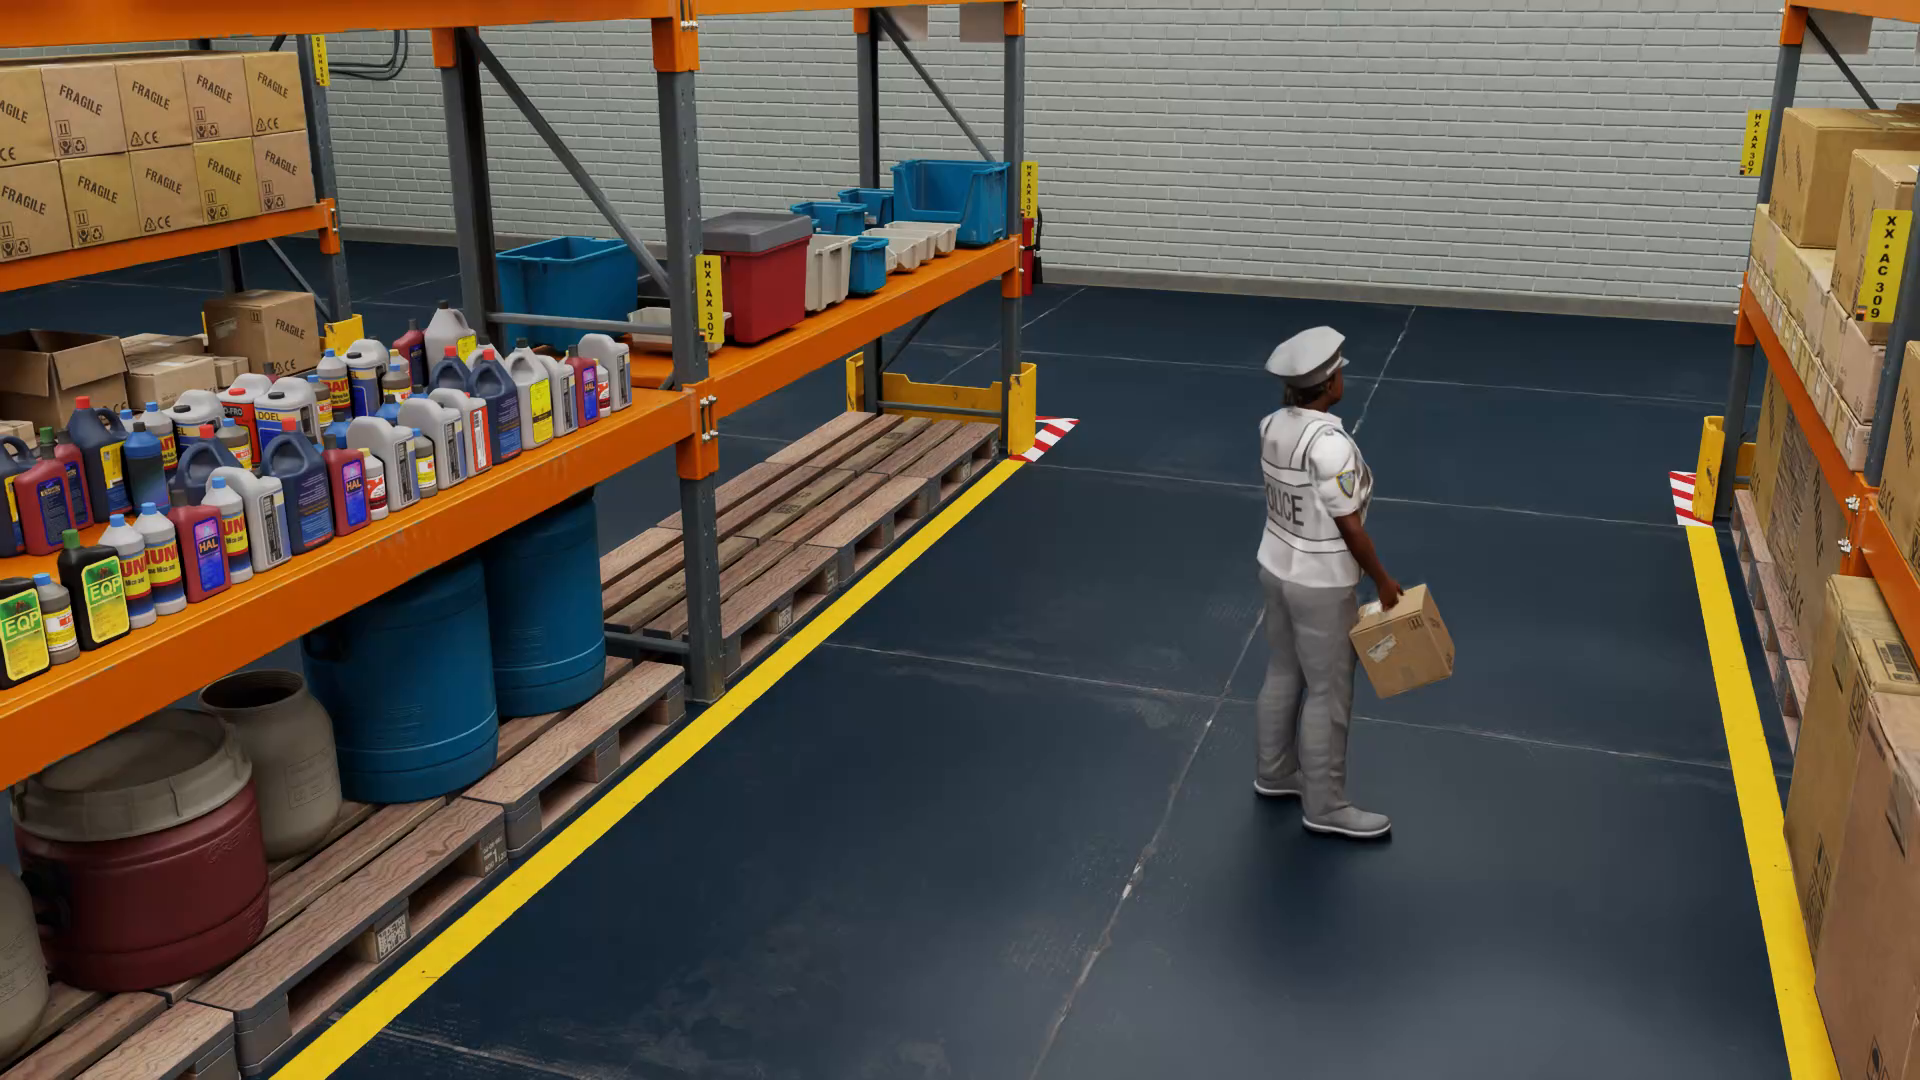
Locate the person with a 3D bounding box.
[{"bbox_3d":[1.218,0.135,5.573,0.444,1.704,0.552,-6,20,-17],"label":"person"}]
